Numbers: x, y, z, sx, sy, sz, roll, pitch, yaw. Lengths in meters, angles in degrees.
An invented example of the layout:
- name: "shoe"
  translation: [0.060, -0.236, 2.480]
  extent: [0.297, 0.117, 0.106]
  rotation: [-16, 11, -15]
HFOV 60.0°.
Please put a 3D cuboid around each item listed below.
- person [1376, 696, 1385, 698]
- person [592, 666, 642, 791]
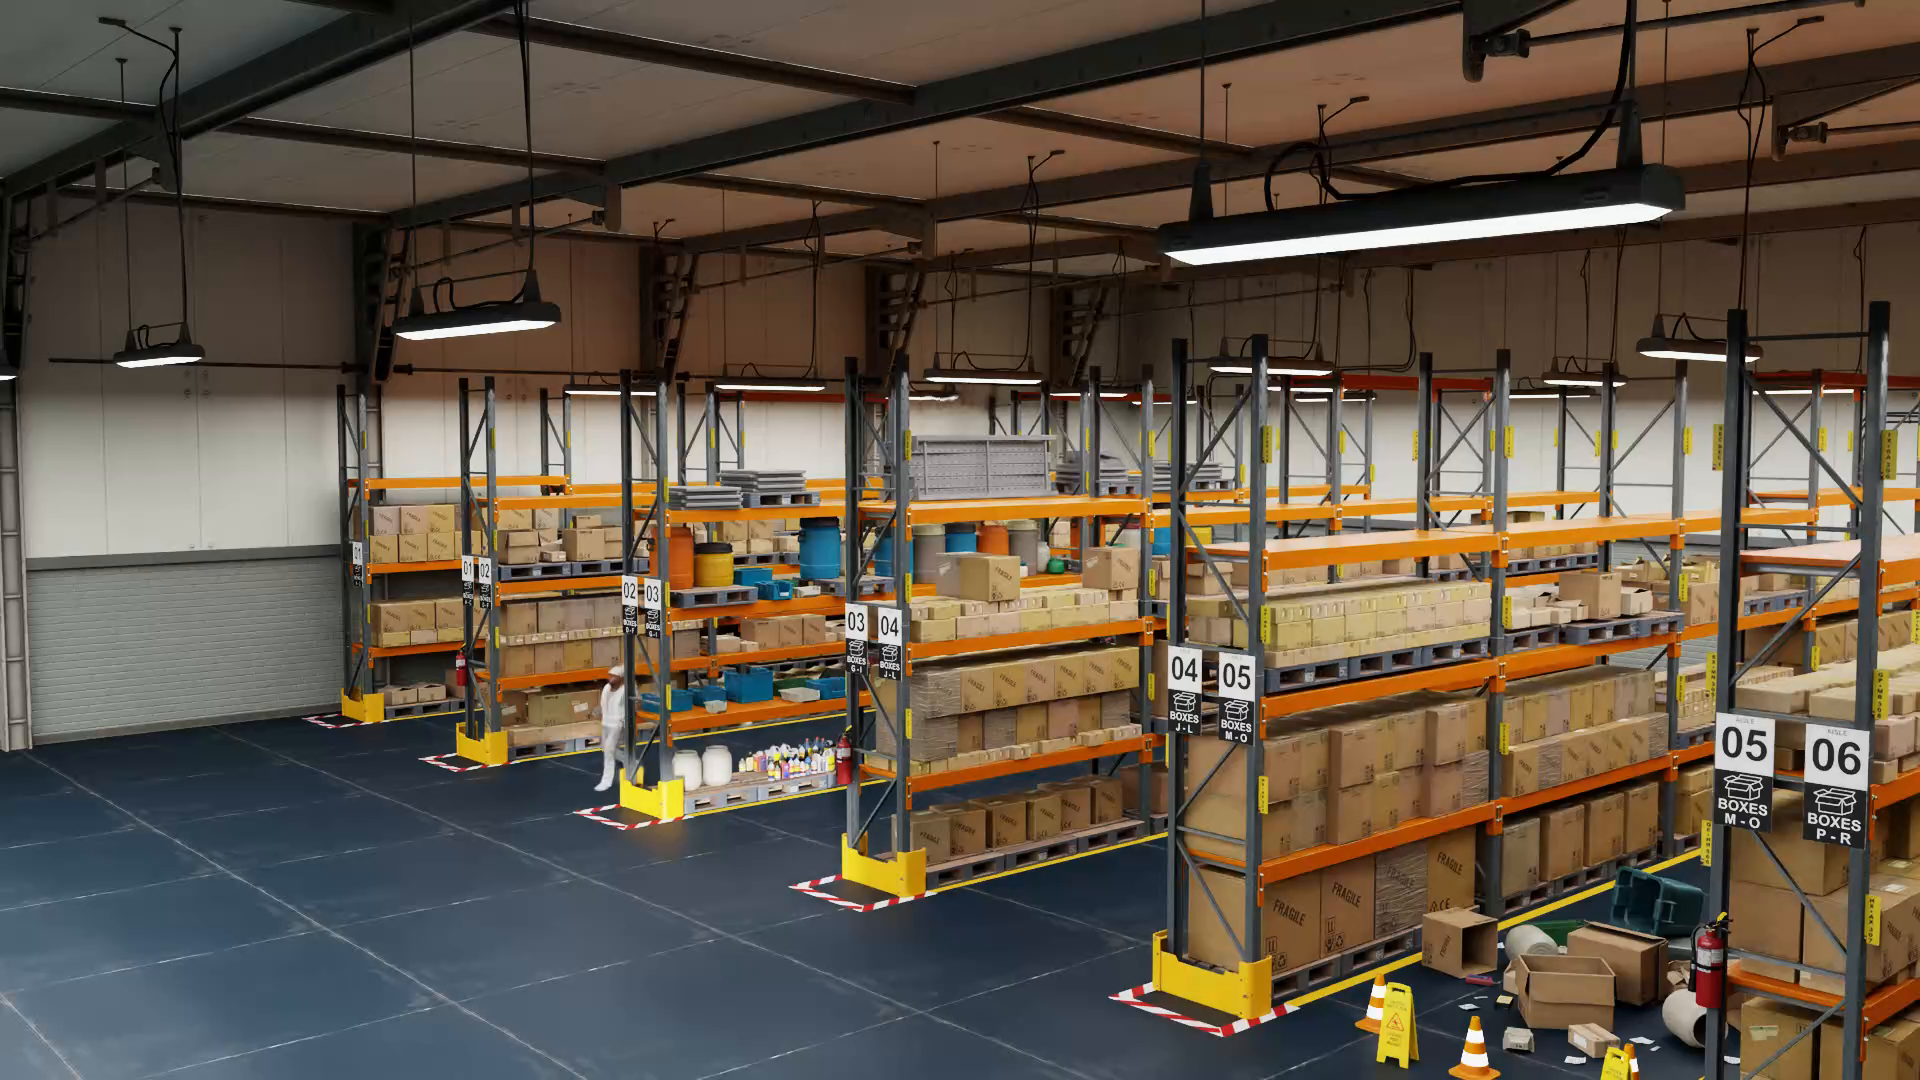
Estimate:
- name: "person"
  translation: [5.831, 2.795, 22.613]
  extent: [0.832, 1.814, 0.690]
  rotation: [-3, 5, -42]
- name: "person"
  translation: [-4.945, 2.709, 24.108]
  extent: [0.693, 1.781, 0.833]
  rotation: [3, 5, 37]
